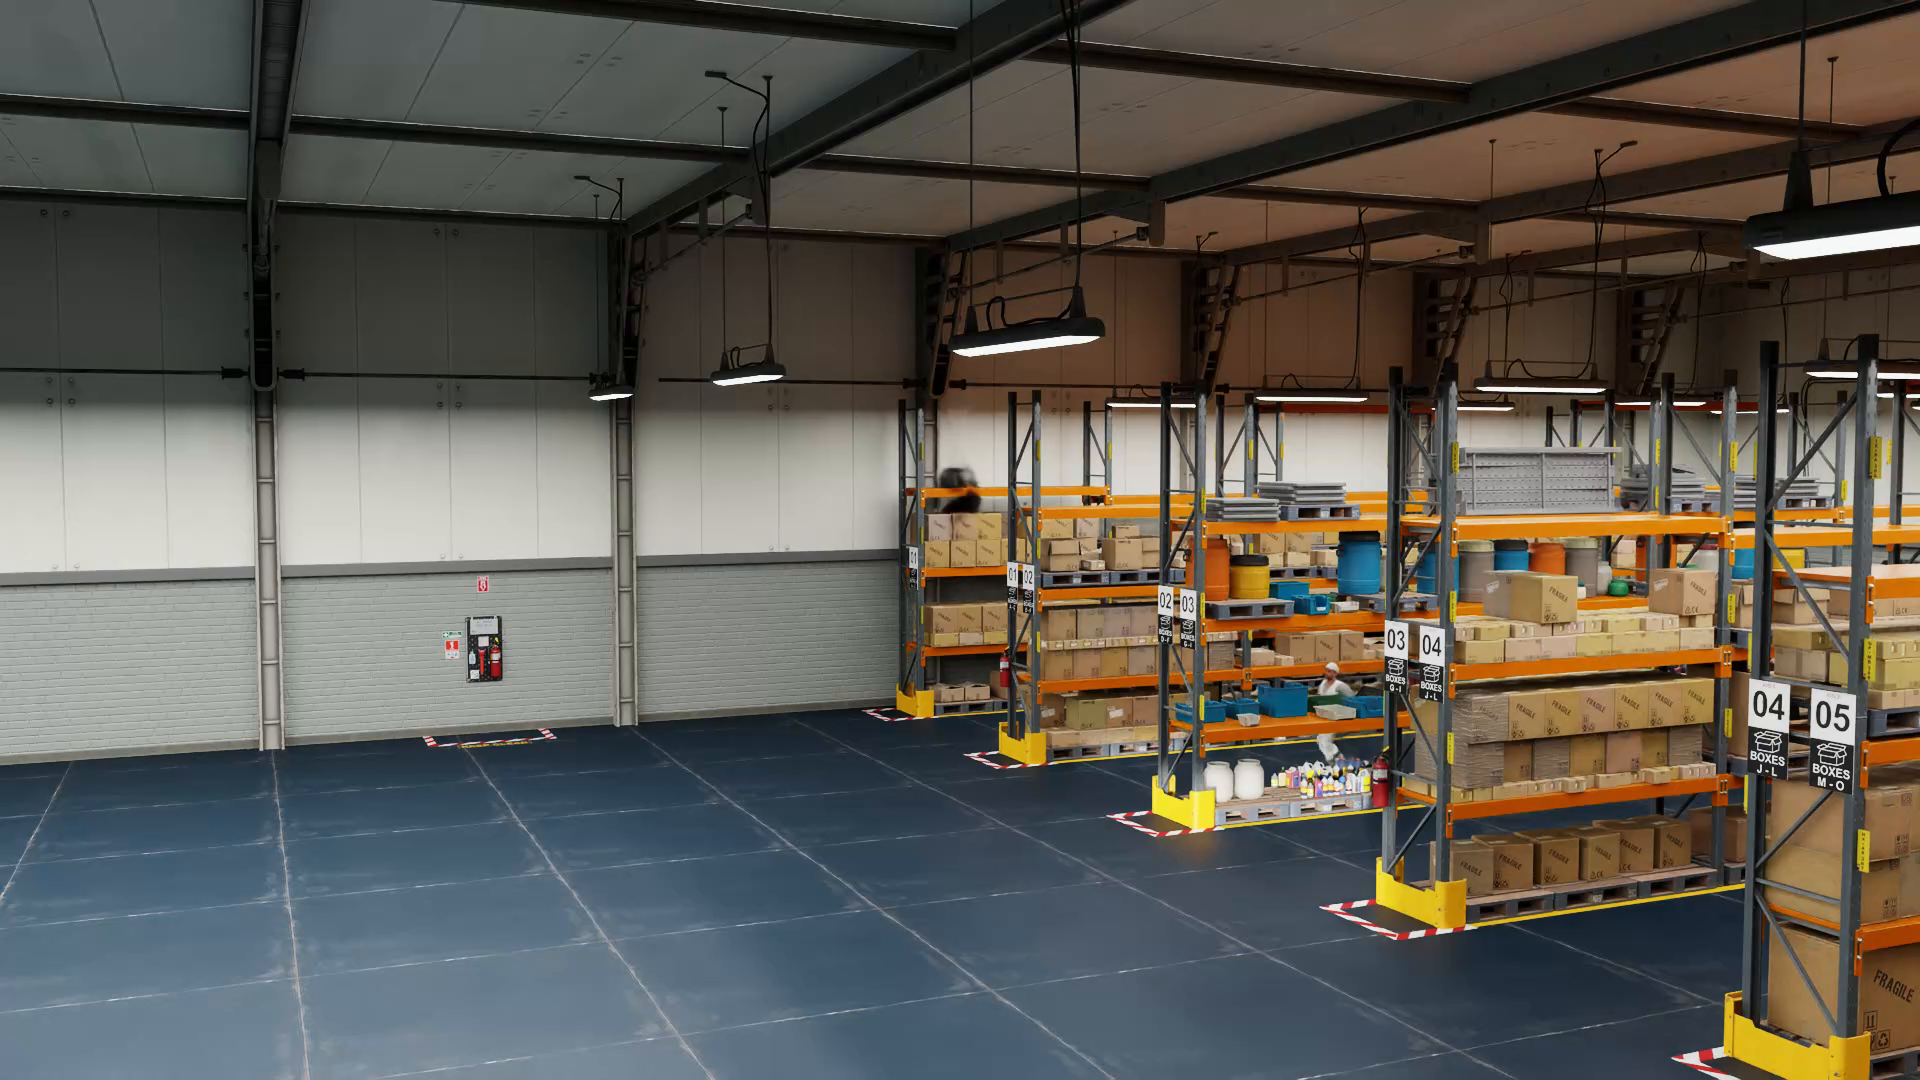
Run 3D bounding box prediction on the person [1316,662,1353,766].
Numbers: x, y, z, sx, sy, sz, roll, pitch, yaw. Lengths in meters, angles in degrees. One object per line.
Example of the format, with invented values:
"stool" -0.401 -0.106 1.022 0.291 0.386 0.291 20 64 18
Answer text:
"person" 5.681 2.772 25.730 0.578 1.741 0.644 -2 4 -32
